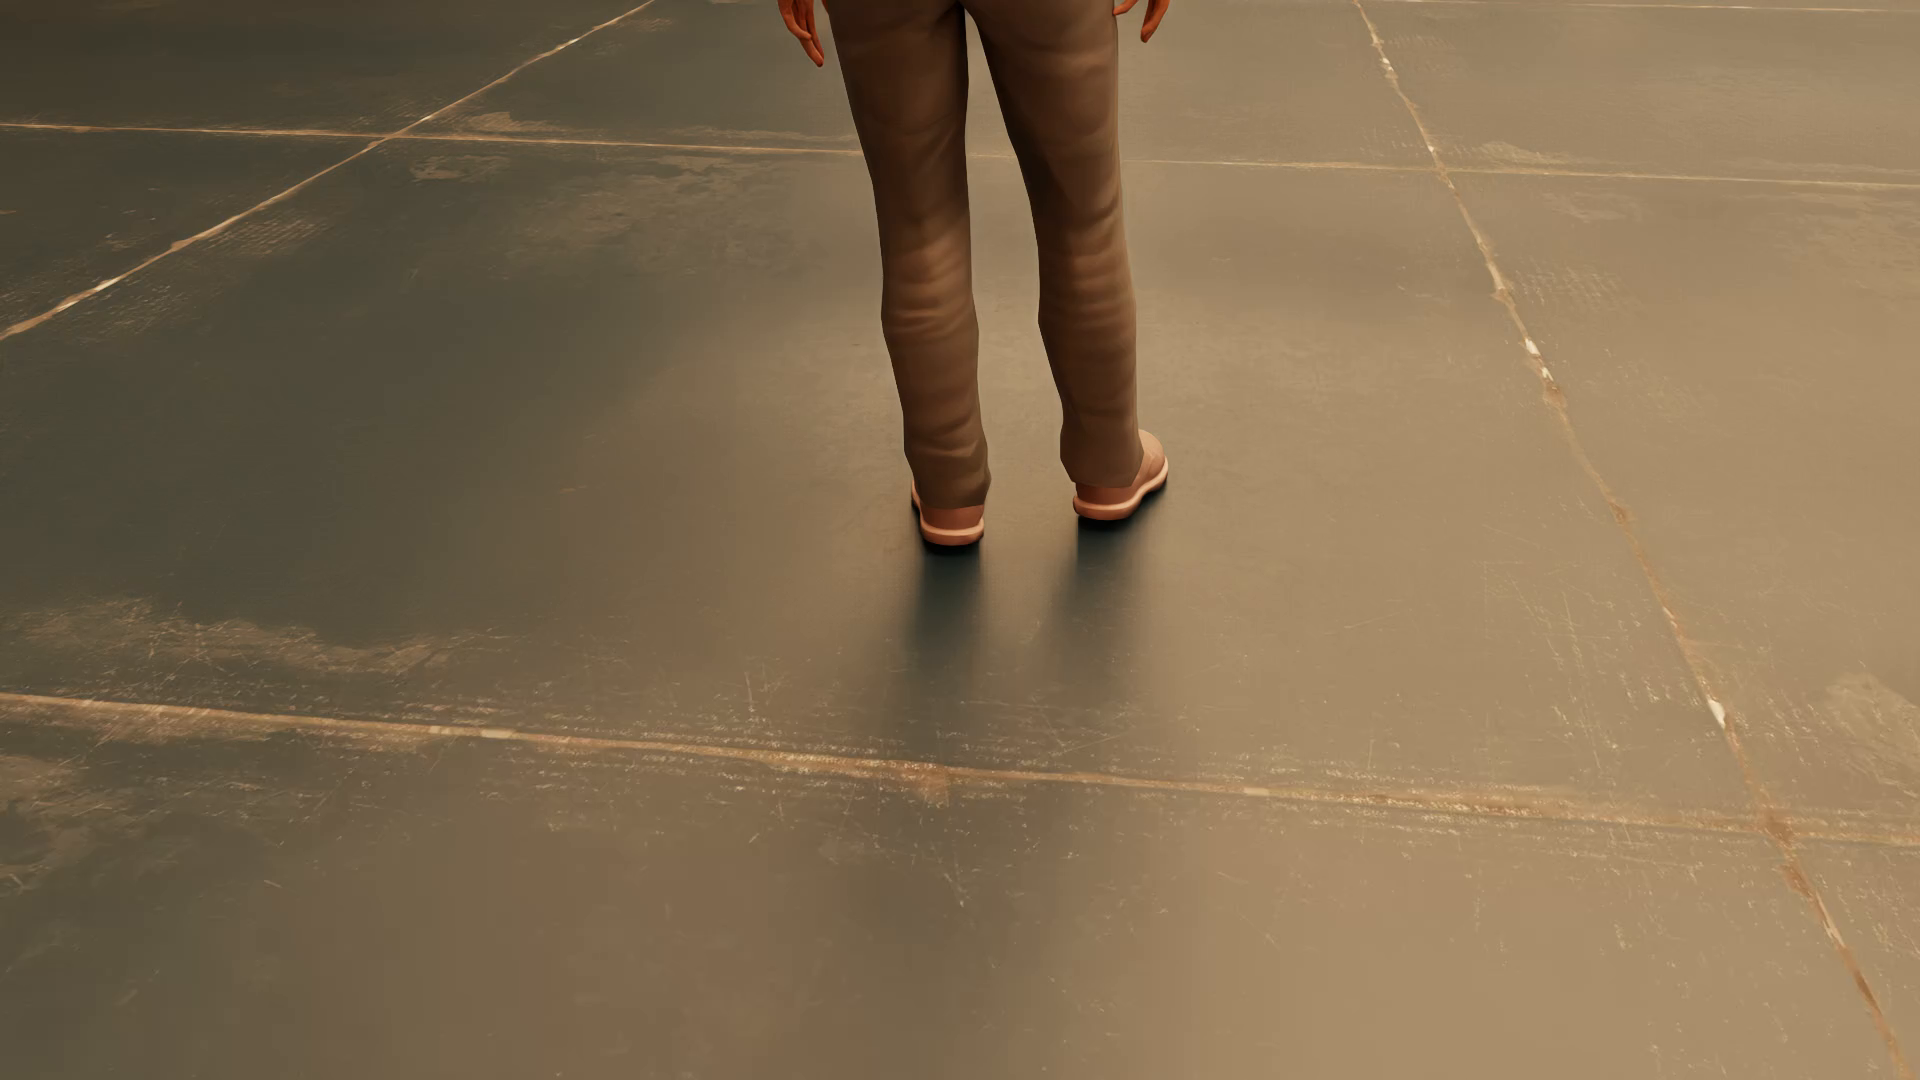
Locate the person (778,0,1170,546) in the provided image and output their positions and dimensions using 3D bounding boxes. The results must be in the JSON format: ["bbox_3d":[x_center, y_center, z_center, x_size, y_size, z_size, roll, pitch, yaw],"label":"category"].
[{"bbox_3d":[0.032,-0.784,2.203,0.569,1.654,0.504,3,27,7],"label":"person"}]
